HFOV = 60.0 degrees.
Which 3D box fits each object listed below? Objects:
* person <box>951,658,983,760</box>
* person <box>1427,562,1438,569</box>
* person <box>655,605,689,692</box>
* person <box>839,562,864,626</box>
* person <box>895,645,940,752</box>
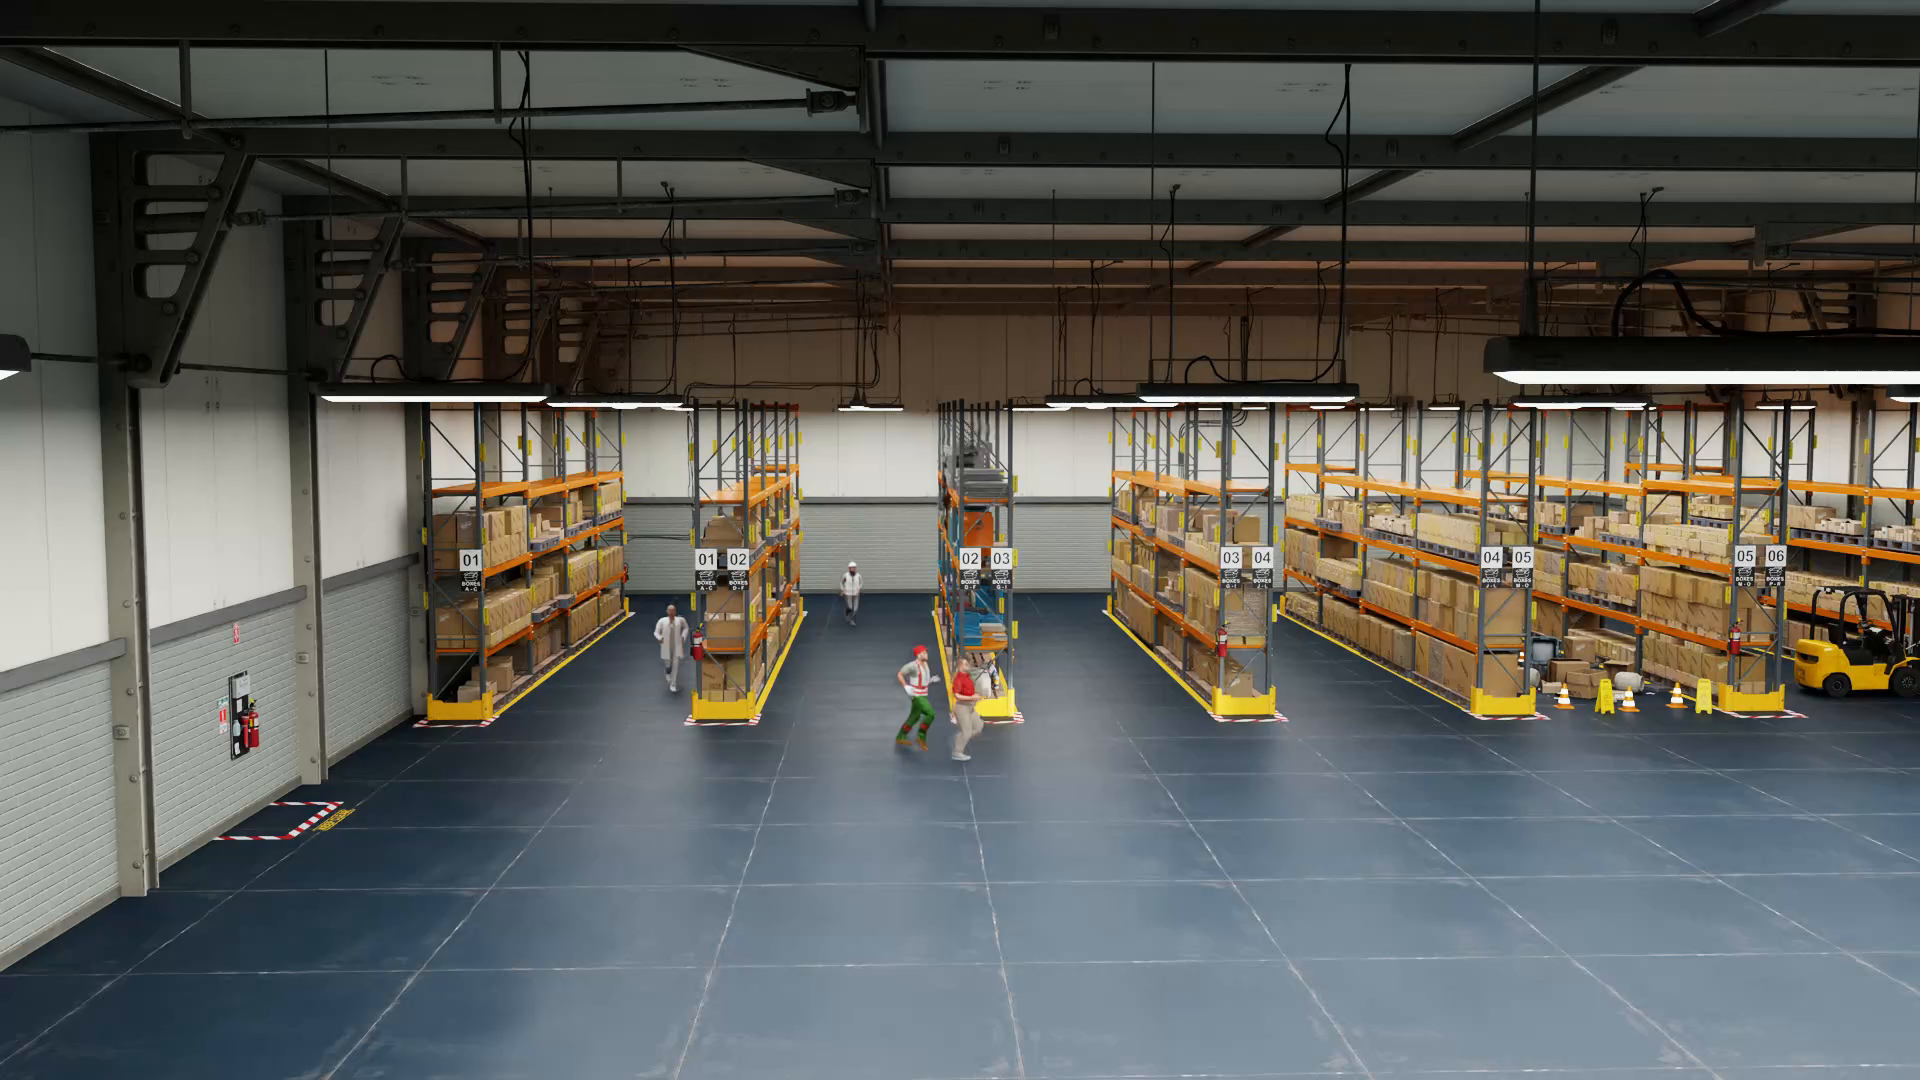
[{"bbox_3d":[0.137,2.795,27.410,0.602,1.681,0.650,1,5,18],"label":"person"},{"bbox_3d":[13.991,1.175,49.322,0.549,1.642,0.567,0,4,-4],"label":"person"},{"bbox_3d":[-5.976,2.333,34.529,0.711,1.557,0.923,-1,4,-12],"label":"person"},{"bbox_3d":[-2.912,1.459,44.855,0.646,1.726,0.609,-1,4,-14],"label":"person"},{"bbox_3d":[-0.722,2.688,28.377,0.782,1.804,0.636,2,5,20],"label":"person"}]
